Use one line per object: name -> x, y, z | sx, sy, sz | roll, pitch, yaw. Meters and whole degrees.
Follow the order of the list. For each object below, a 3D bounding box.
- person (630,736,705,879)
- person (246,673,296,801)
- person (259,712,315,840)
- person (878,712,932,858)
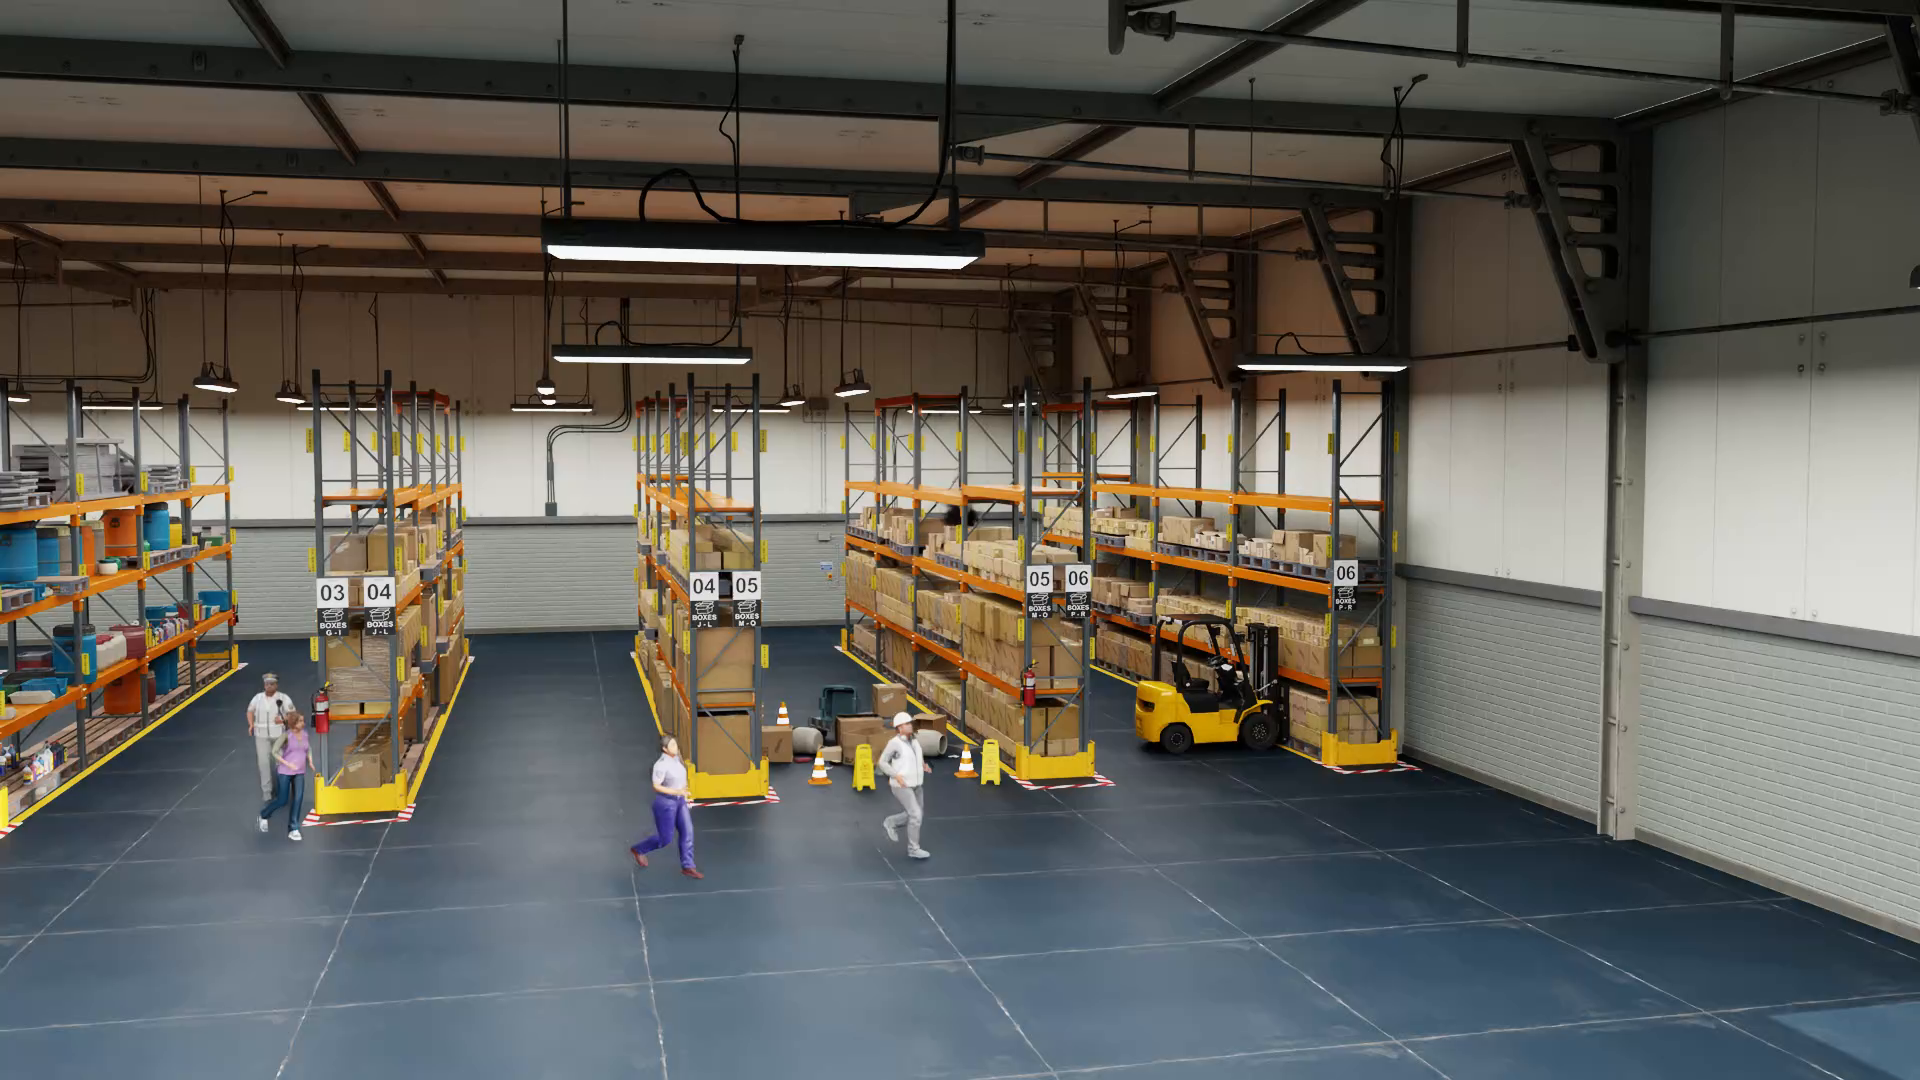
person -> -3.376, 3.077, 19.204 | 0.896, 1.650, 0.610 | 1, 3, 19
person -> -9.776, 2.758, 23.599 | 0.676, 1.751, 0.886 | -1, 3, -16
person -> -8.511, 2.982, 21.232 | 0.793, 1.564, 0.609 | 2, 4, 36
person -> -0.676, 2.966, 20.239 | 0.794, 1.738, 0.668 | 2, 4, 37
